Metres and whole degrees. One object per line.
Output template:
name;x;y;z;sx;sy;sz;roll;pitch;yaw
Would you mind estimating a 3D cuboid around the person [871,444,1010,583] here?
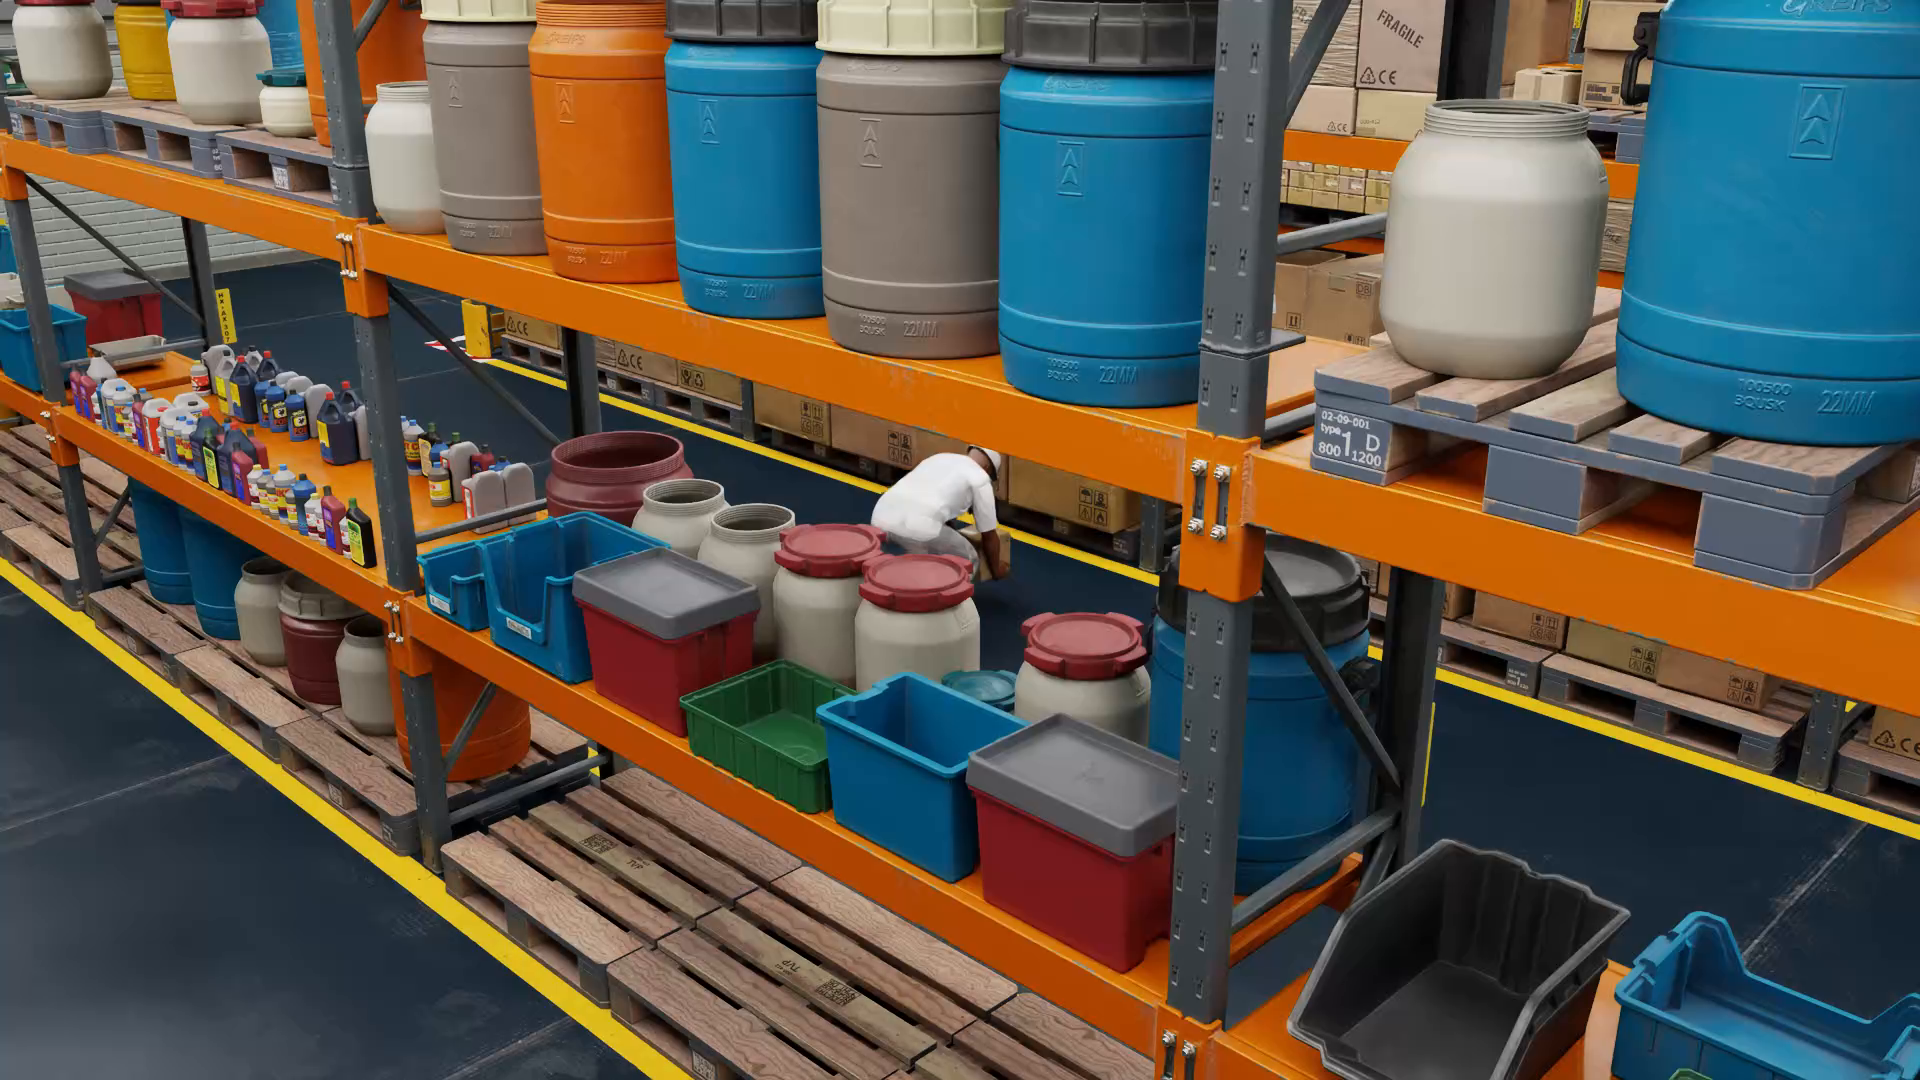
person;-0.097;-0.015;9.656;0.527;1.019;0.958;17;27;39
